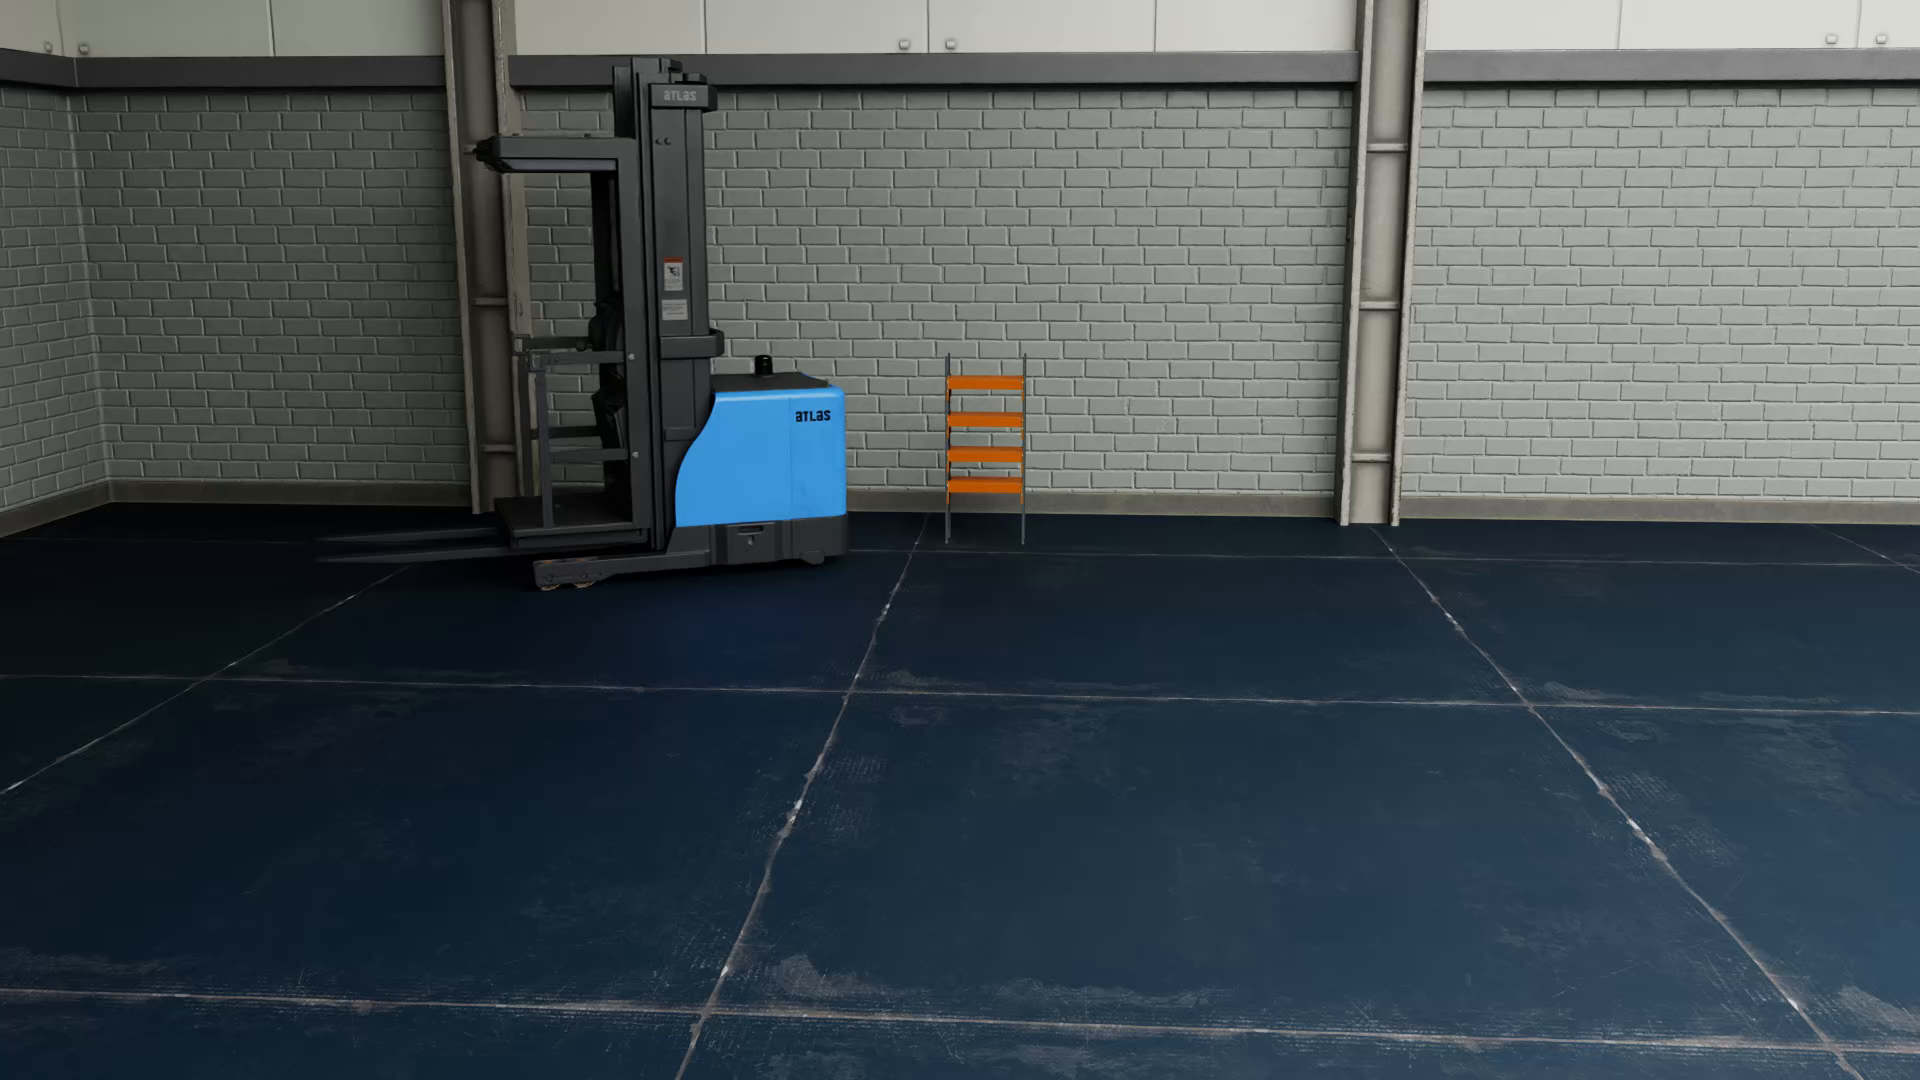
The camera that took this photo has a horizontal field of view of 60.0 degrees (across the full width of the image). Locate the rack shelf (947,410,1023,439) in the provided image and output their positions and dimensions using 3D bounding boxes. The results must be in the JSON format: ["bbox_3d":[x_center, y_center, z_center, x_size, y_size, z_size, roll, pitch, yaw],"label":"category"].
[{"bbox_3d":[0.165,-0.738,10.602,0.480,0.148,0.258,1,12,4],"label":"rack shelf"}]

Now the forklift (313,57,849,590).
[{"bbox_3d":[-2.243,-1.271,9.687,3.031,2.935,1.130,-4,13,-20],"label":"forklift"}]

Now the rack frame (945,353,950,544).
[{"bbox_3d":[-0.078,-0.588,10.650,0.015,1.200,0.240,1,12,4],"label":"rack frame"}]

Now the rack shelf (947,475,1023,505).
[{"bbox_3d":[0.165,-0.325,10.689,0.480,0.148,0.258,1,12,4],"label":"rack shelf"}]

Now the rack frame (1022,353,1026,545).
[{"bbox_3d":[0.409,-0.582,10.618,0.015,1.200,0.240,1,12,4],"label":"rack frame"}]

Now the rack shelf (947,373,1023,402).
[{"bbox_3d":[0.165,-0.970,10.554,0.480,0.148,0.258,1,12,4],"label":"rack shelf"}]

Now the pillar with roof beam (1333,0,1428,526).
[{"bbox_3d":[2.489,-3.654,6.260,0.400,9.000,9.100,1,12,4],"label":"pillar with roof beam"}]

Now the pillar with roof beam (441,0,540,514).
[{"bbox_3d":[-3.497,-3.736,6.652,0.400,9.000,9.100,1,12,4],"label":"pillar with roof beam"}]

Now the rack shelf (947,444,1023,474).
[{"bbox_3d":[0.165,-0.519,10.648,0.480,0.148,0.258,1,12,4],"label":"rack shelf"}]

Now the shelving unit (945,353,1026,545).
[{"bbox_3d":[0.165,-0.585,10.634,0.503,1.200,0.258,1,12,4],"label":"shelving unit"}]
